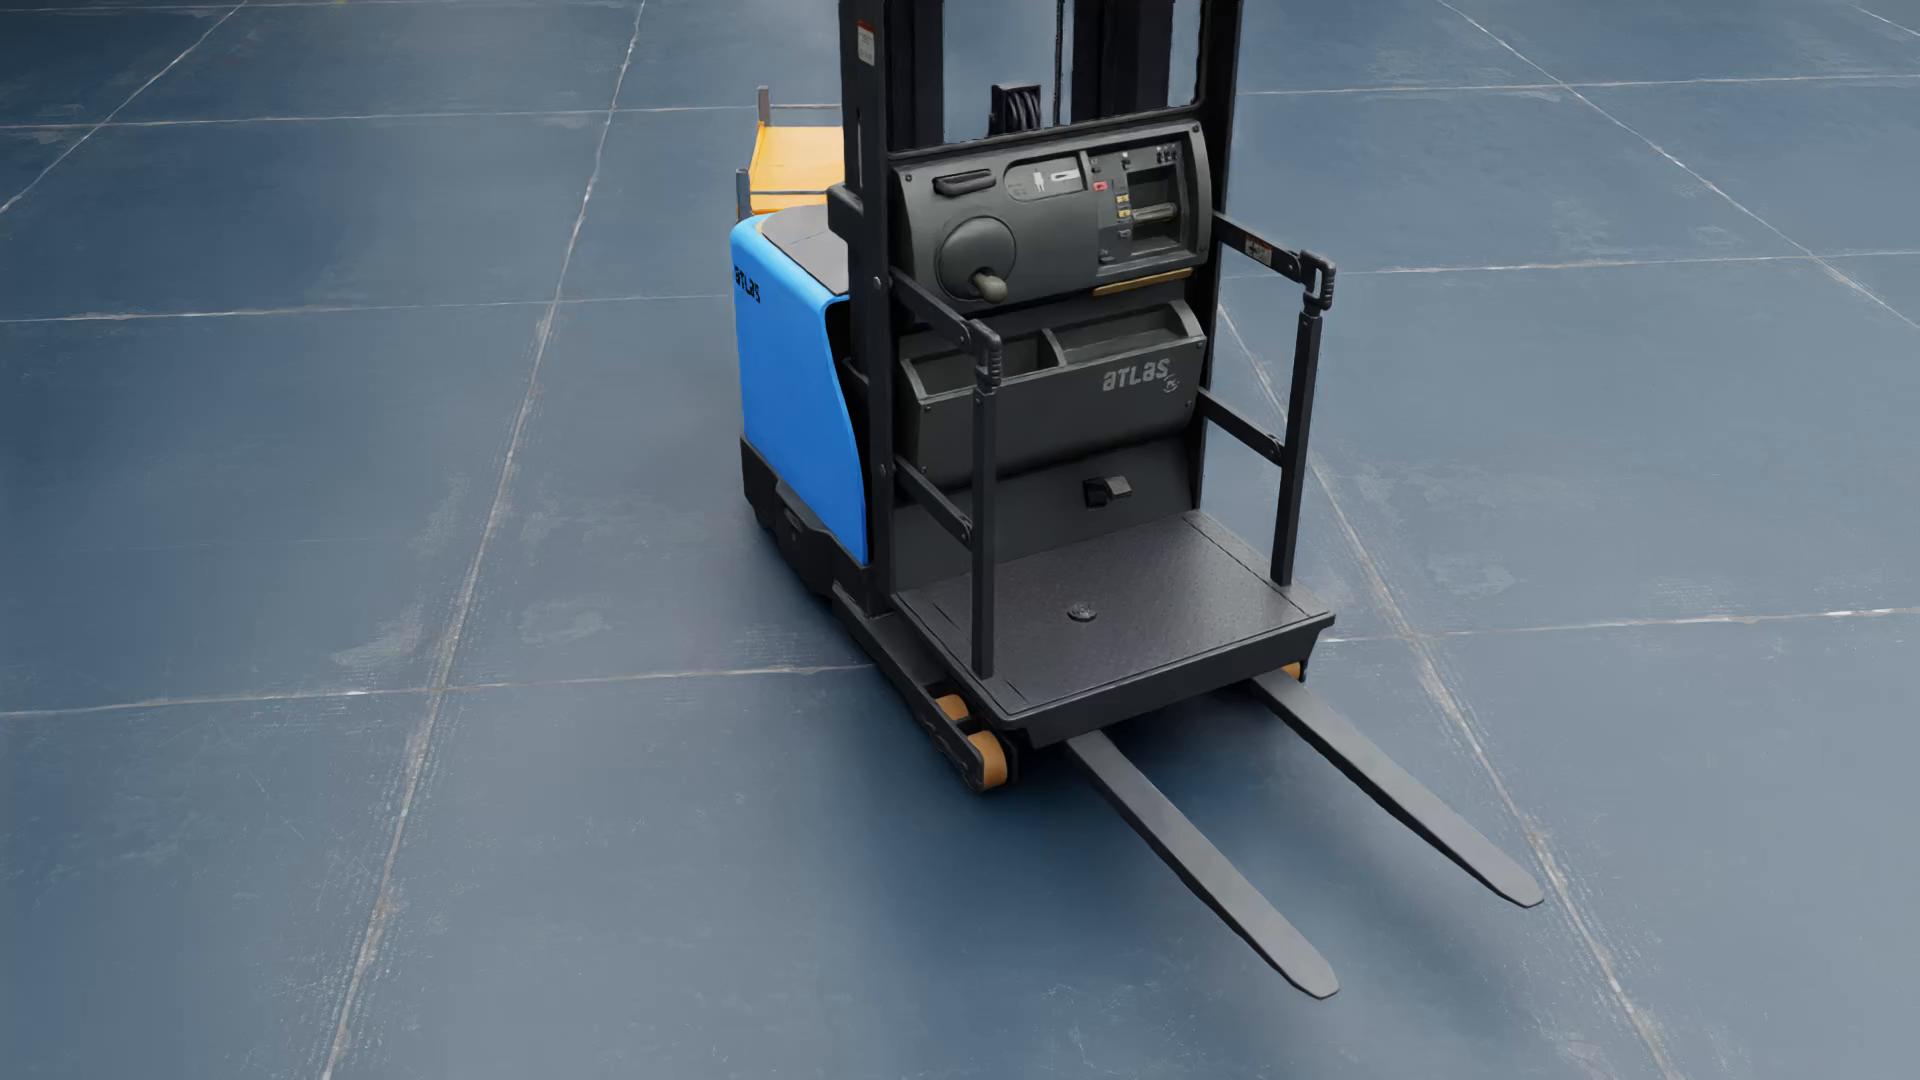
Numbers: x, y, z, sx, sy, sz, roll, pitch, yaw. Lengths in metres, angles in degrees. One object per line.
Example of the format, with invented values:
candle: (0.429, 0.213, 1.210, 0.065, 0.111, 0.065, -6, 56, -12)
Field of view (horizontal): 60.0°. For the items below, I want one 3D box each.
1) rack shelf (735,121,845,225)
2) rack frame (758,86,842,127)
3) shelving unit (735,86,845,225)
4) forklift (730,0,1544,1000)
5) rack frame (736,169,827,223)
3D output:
rack shelf: (-0.528, -1.290, 6.242, 0.538, 0.278, 1.000, -1, 31, -2)
rack frame: (-0.544, -1.299, 6.829, 0.500, 1.125, 0.032, -1, 31, -2)
shelving unit: (-0.528, -1.039, 6.392, 0.538, 1.125, 1.048, -1, 31, -2)
forklift: (0.372, -0.829, 4.280, 1.130, 2.935, 3.031, -15, 34, -24)
rack frame: (-0.513, -0.778, 5.956, 0.500, 1.125, 0.032, -1, 31, -2)
